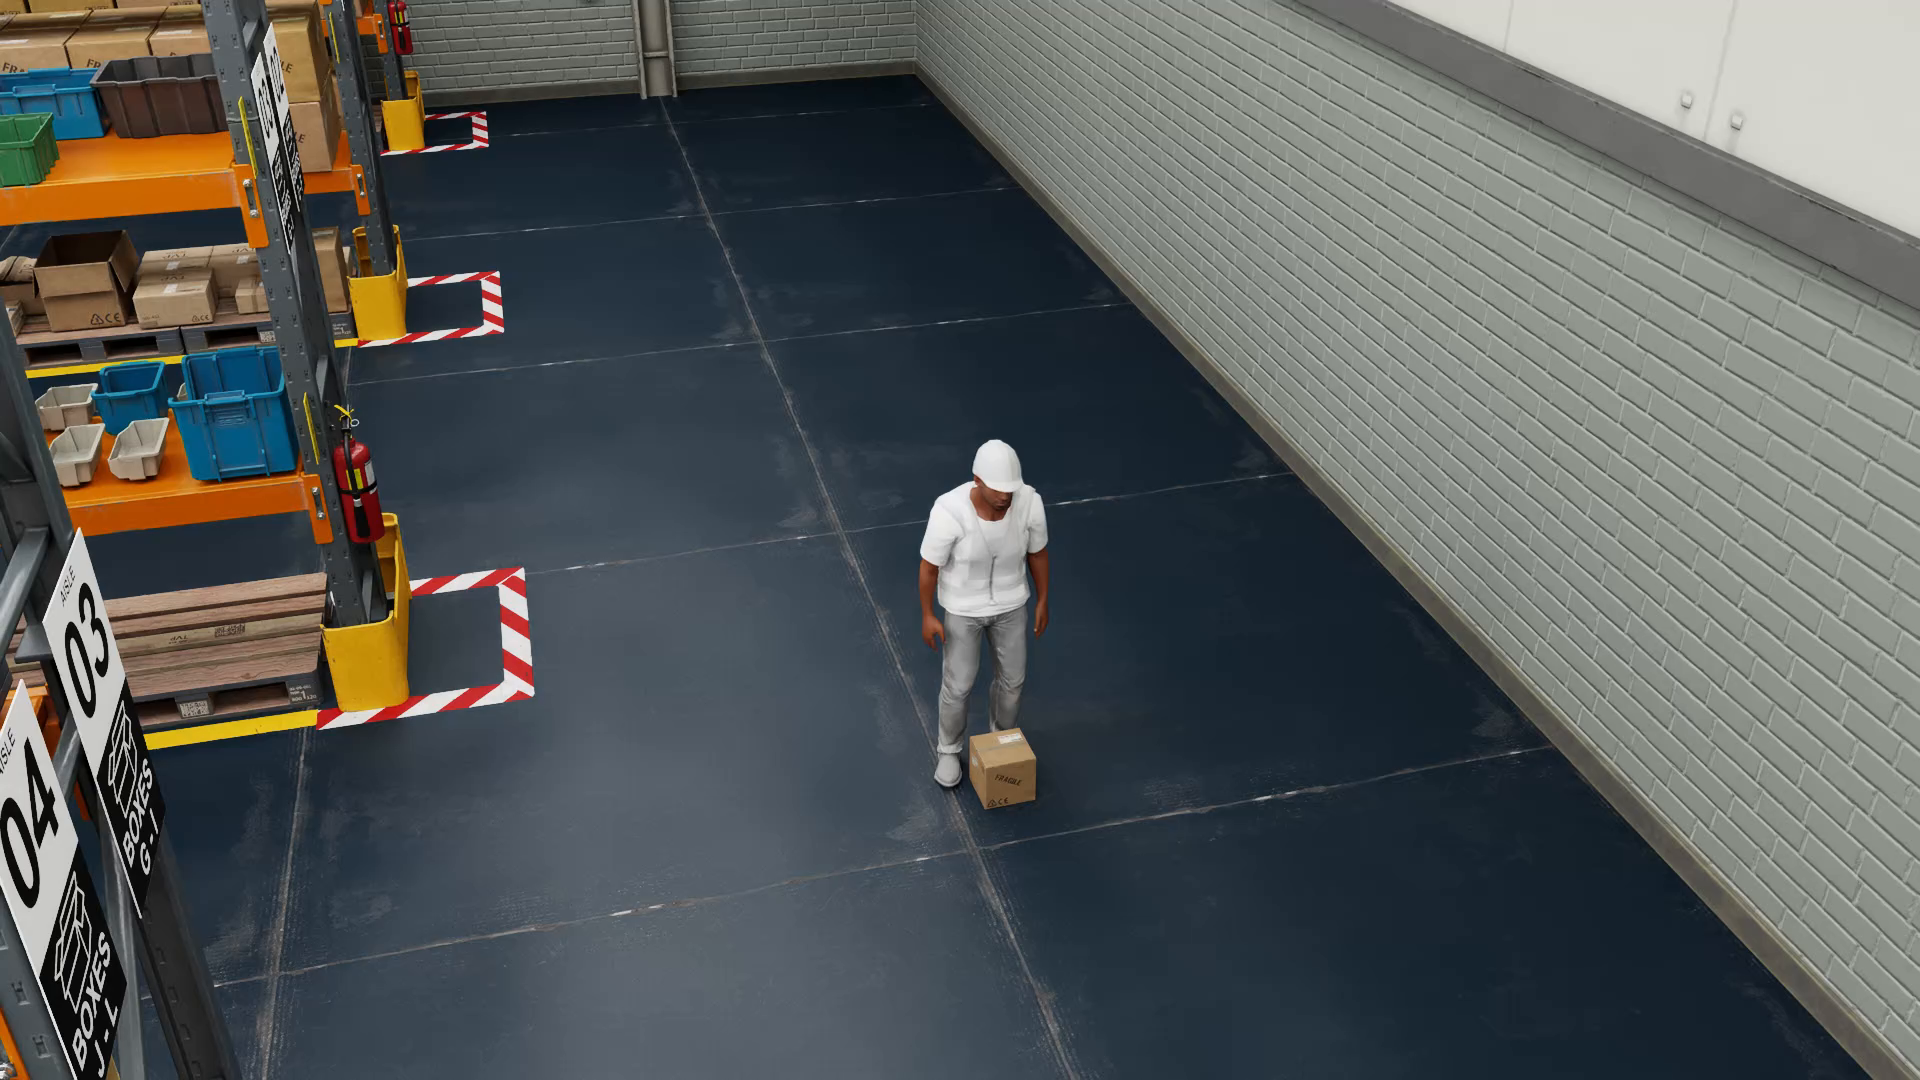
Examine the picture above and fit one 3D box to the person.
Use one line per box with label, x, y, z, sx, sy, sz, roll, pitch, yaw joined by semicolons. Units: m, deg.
person;0.121;0.317;7.674;0.625;1.760;0.459;-8;31;-14
